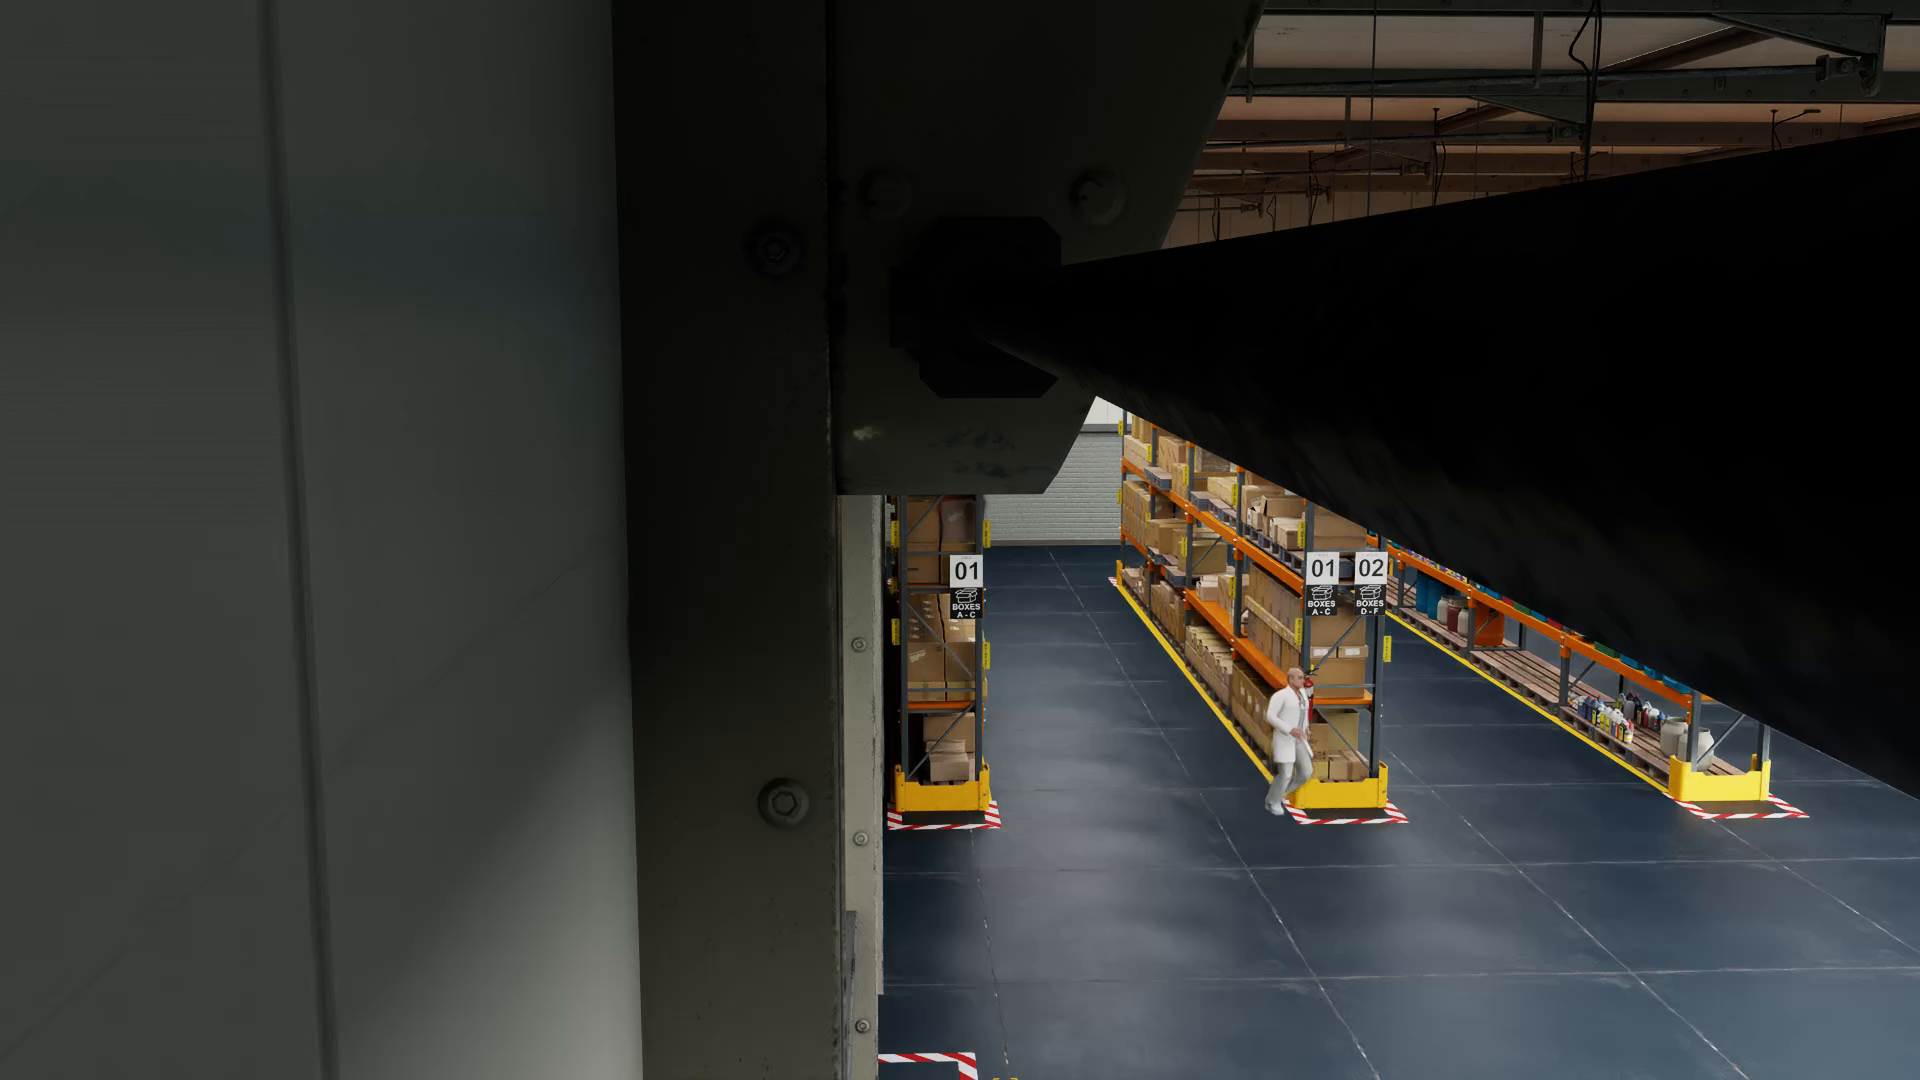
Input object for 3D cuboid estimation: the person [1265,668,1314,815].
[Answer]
[{"bbox_3d":[3.892,2.349,19.441,0.813,1.728,0.535,-7,11,-37],"label":"person"}]
